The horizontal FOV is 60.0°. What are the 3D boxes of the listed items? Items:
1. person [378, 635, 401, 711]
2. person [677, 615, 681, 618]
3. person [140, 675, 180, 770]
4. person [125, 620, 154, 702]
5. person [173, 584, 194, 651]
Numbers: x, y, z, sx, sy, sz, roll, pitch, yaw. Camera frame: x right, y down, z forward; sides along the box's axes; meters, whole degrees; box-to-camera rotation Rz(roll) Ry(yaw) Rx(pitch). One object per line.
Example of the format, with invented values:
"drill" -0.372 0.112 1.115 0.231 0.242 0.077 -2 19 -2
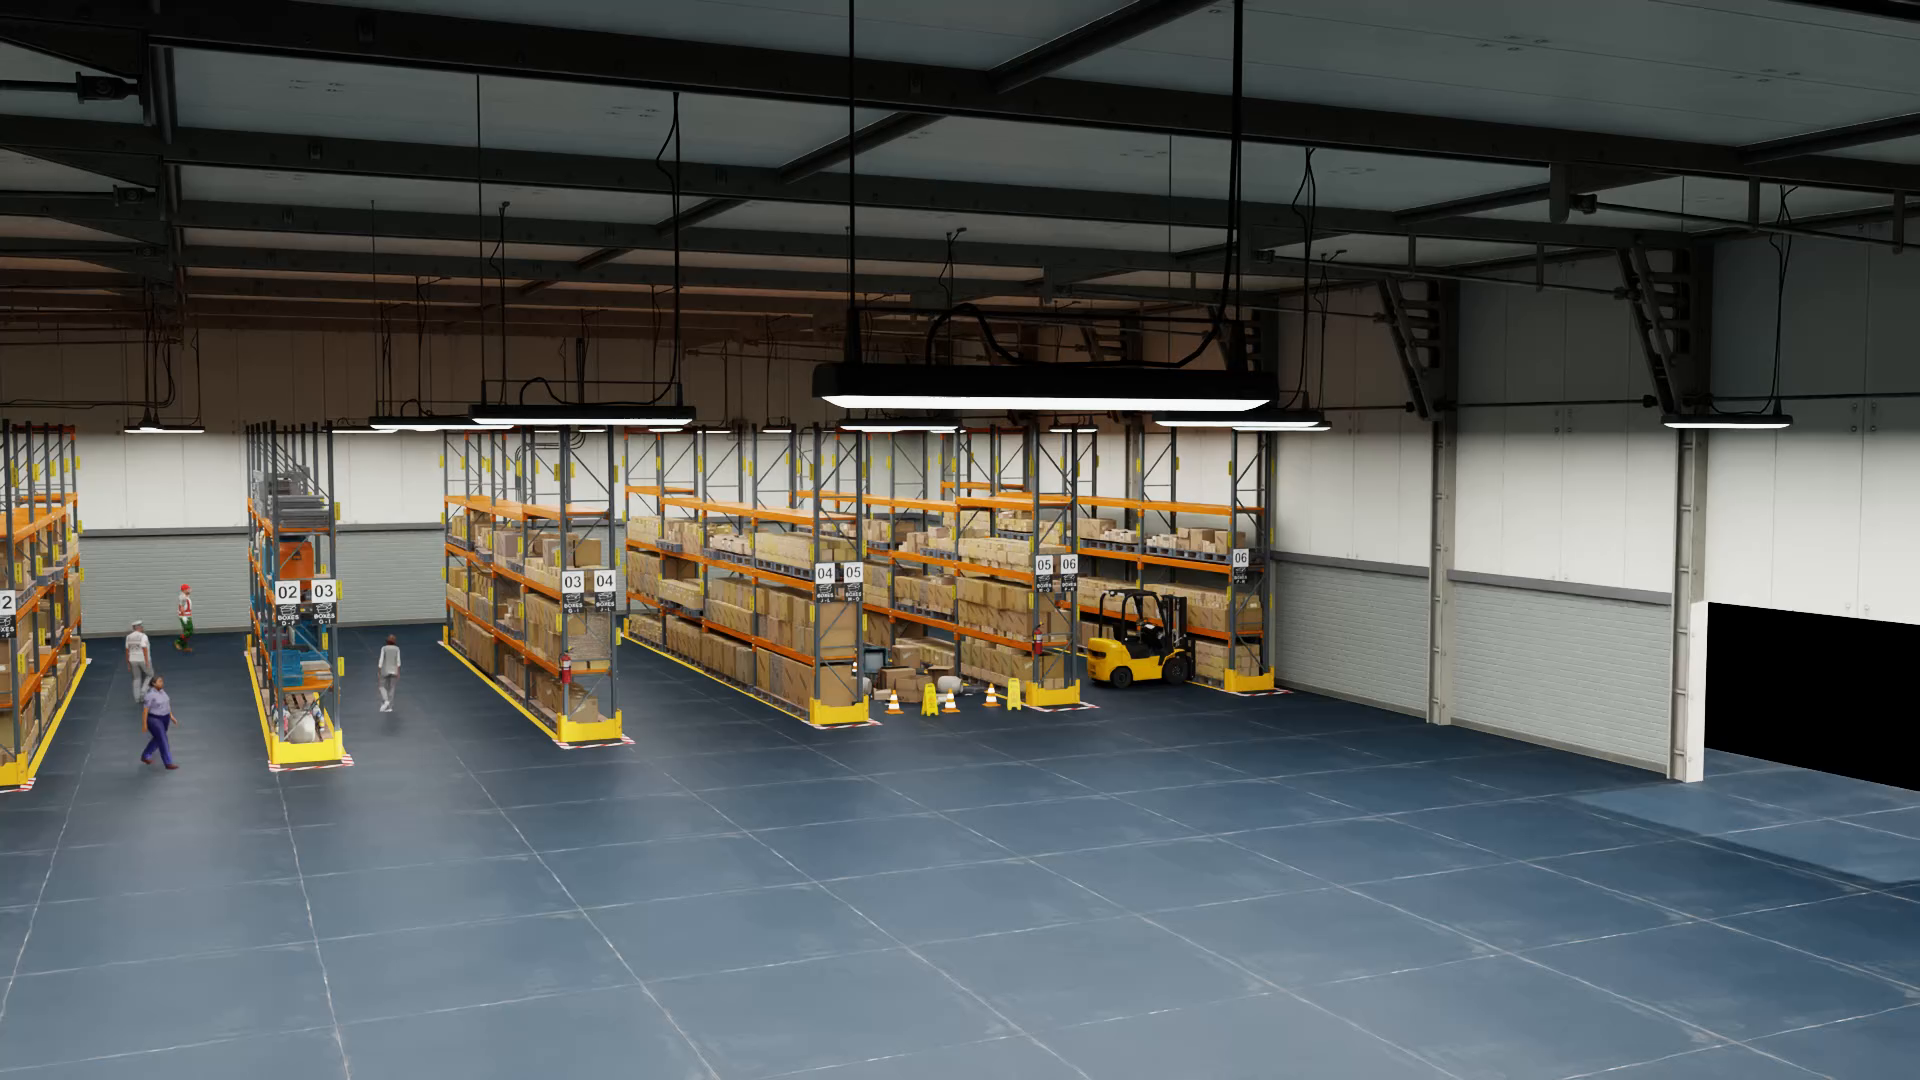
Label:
"person" -11.809 2.765 34.437 0.444 1.597 0.481 -1 4 -22
"person" -8.234 1.812 49.448 0.802 1.642 0.513 -3 5 -41
"person" -13.766 3.119 28.585 1.006 1.591 0.516 1 4 17
"person" -17.592 2.605 35.639 0.590 1.738 0.545 0 4 -7
"person" -20.560 2.062 44.003 0.503 1.789 0.582 -2 4 -25
